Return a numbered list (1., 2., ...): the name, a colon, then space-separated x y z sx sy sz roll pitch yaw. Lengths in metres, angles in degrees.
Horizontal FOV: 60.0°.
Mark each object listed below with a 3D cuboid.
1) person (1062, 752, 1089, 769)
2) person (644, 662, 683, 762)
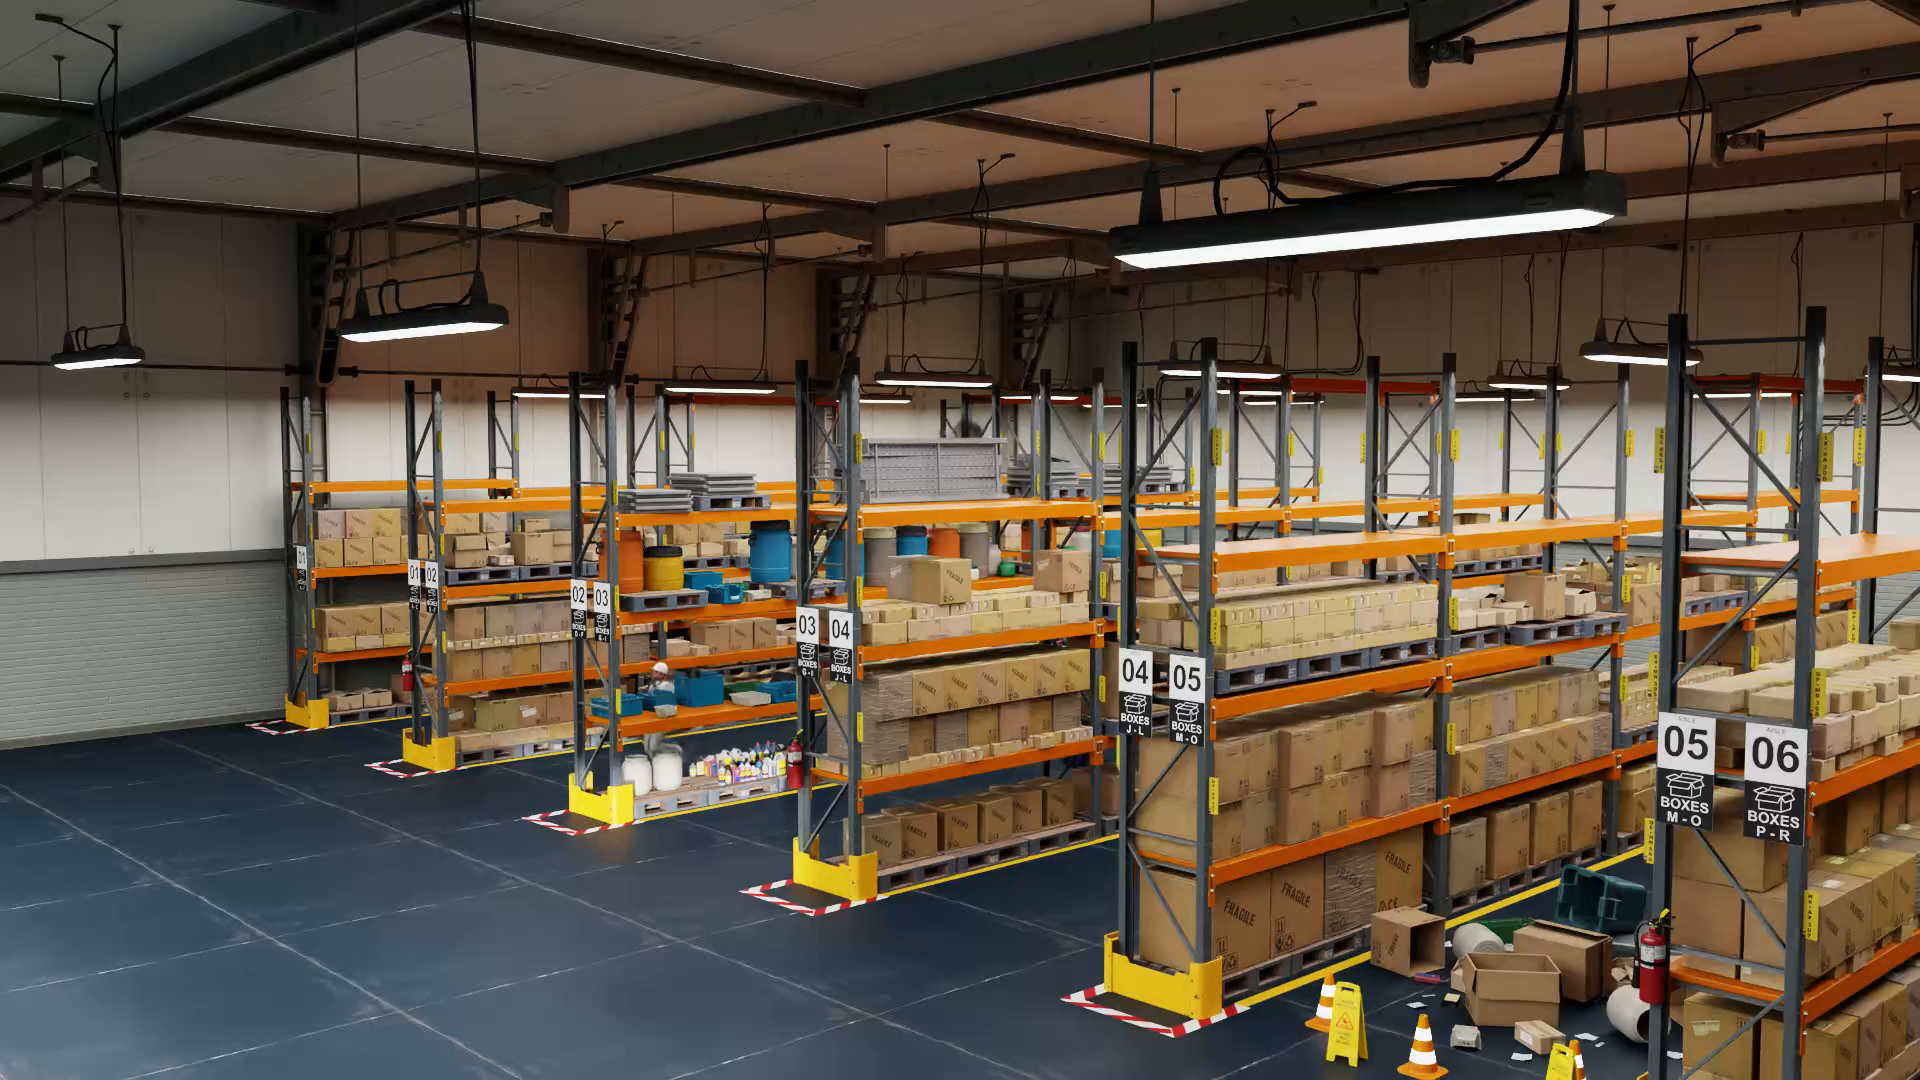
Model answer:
1. person: 1.730 2.841 23.978 0.611 1.607 0.545 3 5 42
2. person: -4.509 2.710 25.035 0.609 1.735 0.684 -3 5 -43
